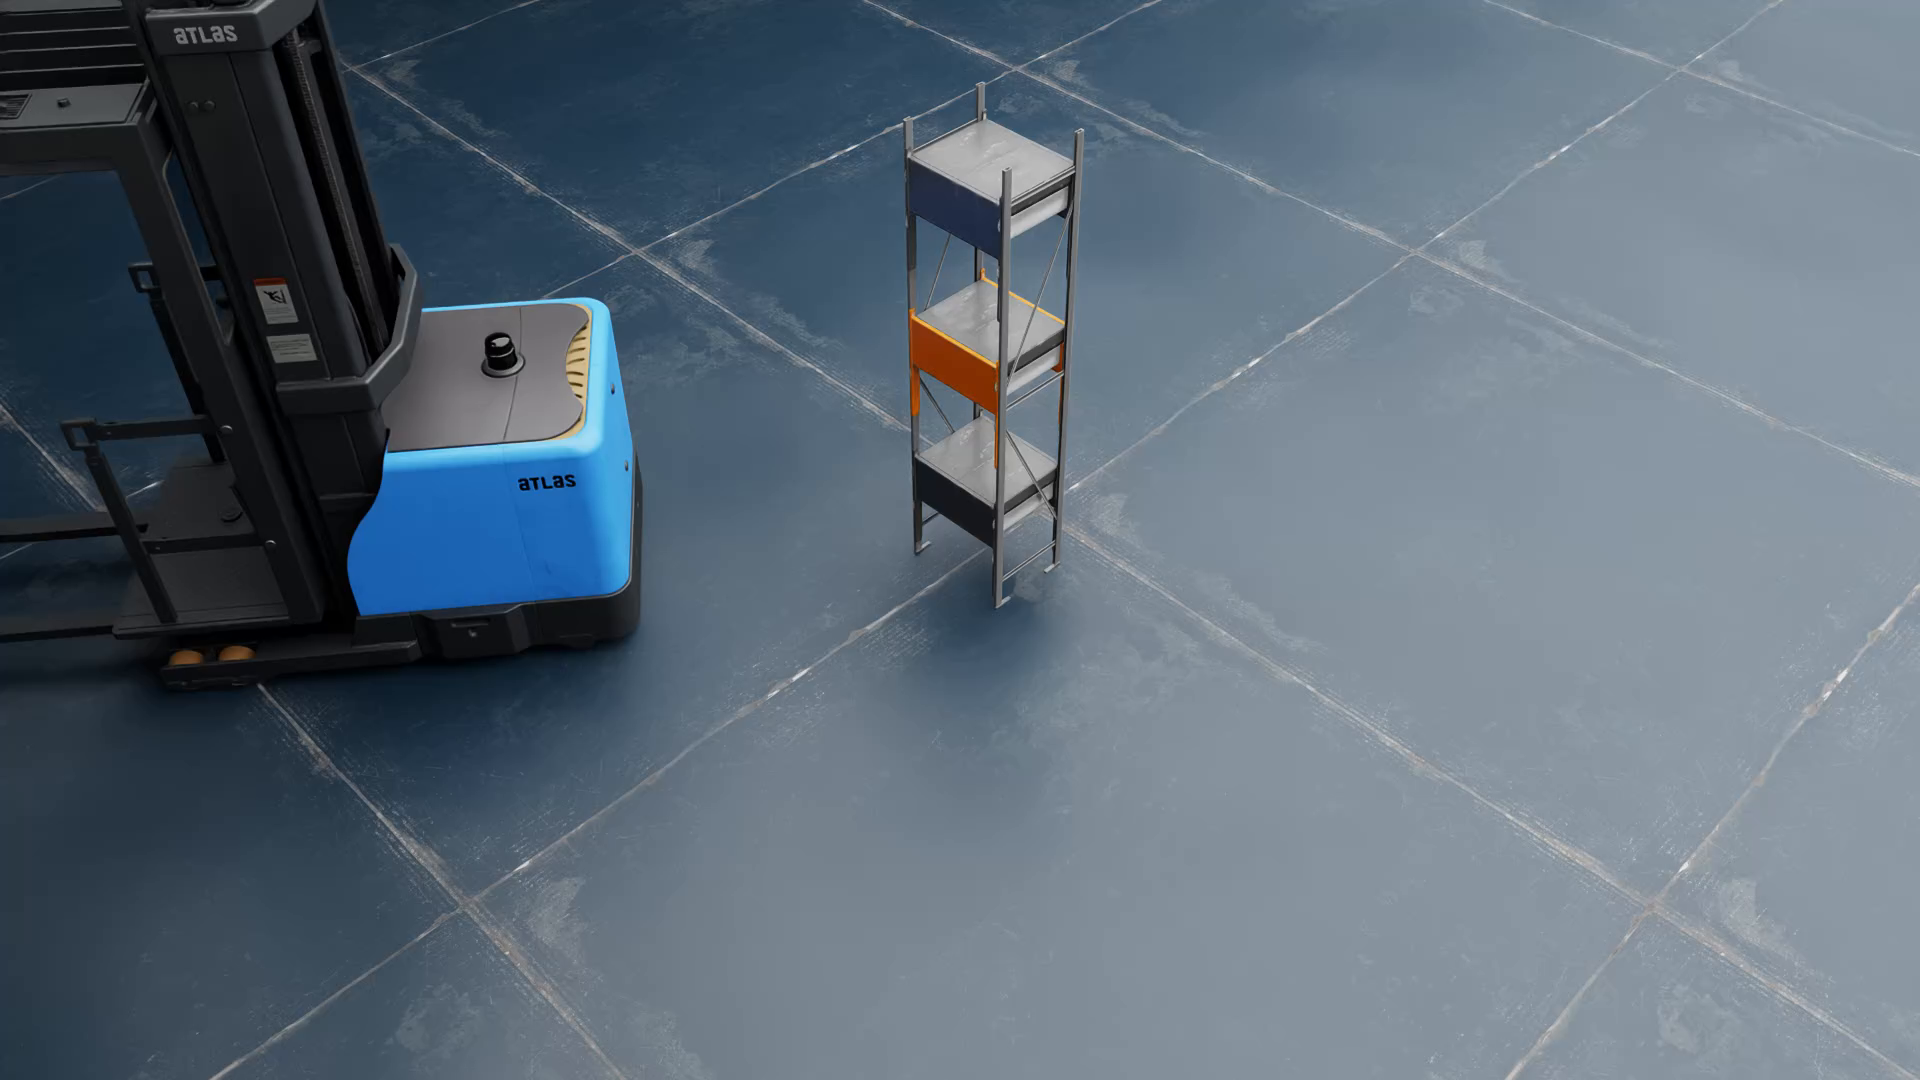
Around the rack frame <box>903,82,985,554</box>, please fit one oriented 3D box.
[{"bbox_3d":[-0.055,-0.809,6.696,0.400,2.100,0.015,-34,53,-31],"label":"rack frame"}]

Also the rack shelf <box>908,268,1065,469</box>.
[{"bbox_3d":[0.117,-0.682,6.578,0.431,0.518,0.480,-34,53,-31],"label":"rack shelf"}]

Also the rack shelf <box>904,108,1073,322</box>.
[{"bbox_3d":[0.117,-1.196,6.103,0.431,0.518,0.480,-34,53,-31],"label":"rack shelf"}]

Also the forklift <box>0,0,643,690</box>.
[{"bbox_3d":[-2.887,-0.854,6.132,3.031,2.935,1.130,-5,43,-5],"label":"forklift"}]

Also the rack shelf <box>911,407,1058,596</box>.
[{"bbox_3d":[0.117,-0.167,7.053,0.431,0.518,0.480,-34,53,-31],"label":"rack shelf"}]

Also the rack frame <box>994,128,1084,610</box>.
[{"bbox_3d":[0.289,-0.574,6.442,0.400,2.100,0.015,-34,53,-31],"label":"rack frame"}]

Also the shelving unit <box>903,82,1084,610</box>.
[{"bbox_3d":[0.117,-0.692,6.569,0.431,2.100,0.503,-34,53,-31],"label":"shelving unit"}]
